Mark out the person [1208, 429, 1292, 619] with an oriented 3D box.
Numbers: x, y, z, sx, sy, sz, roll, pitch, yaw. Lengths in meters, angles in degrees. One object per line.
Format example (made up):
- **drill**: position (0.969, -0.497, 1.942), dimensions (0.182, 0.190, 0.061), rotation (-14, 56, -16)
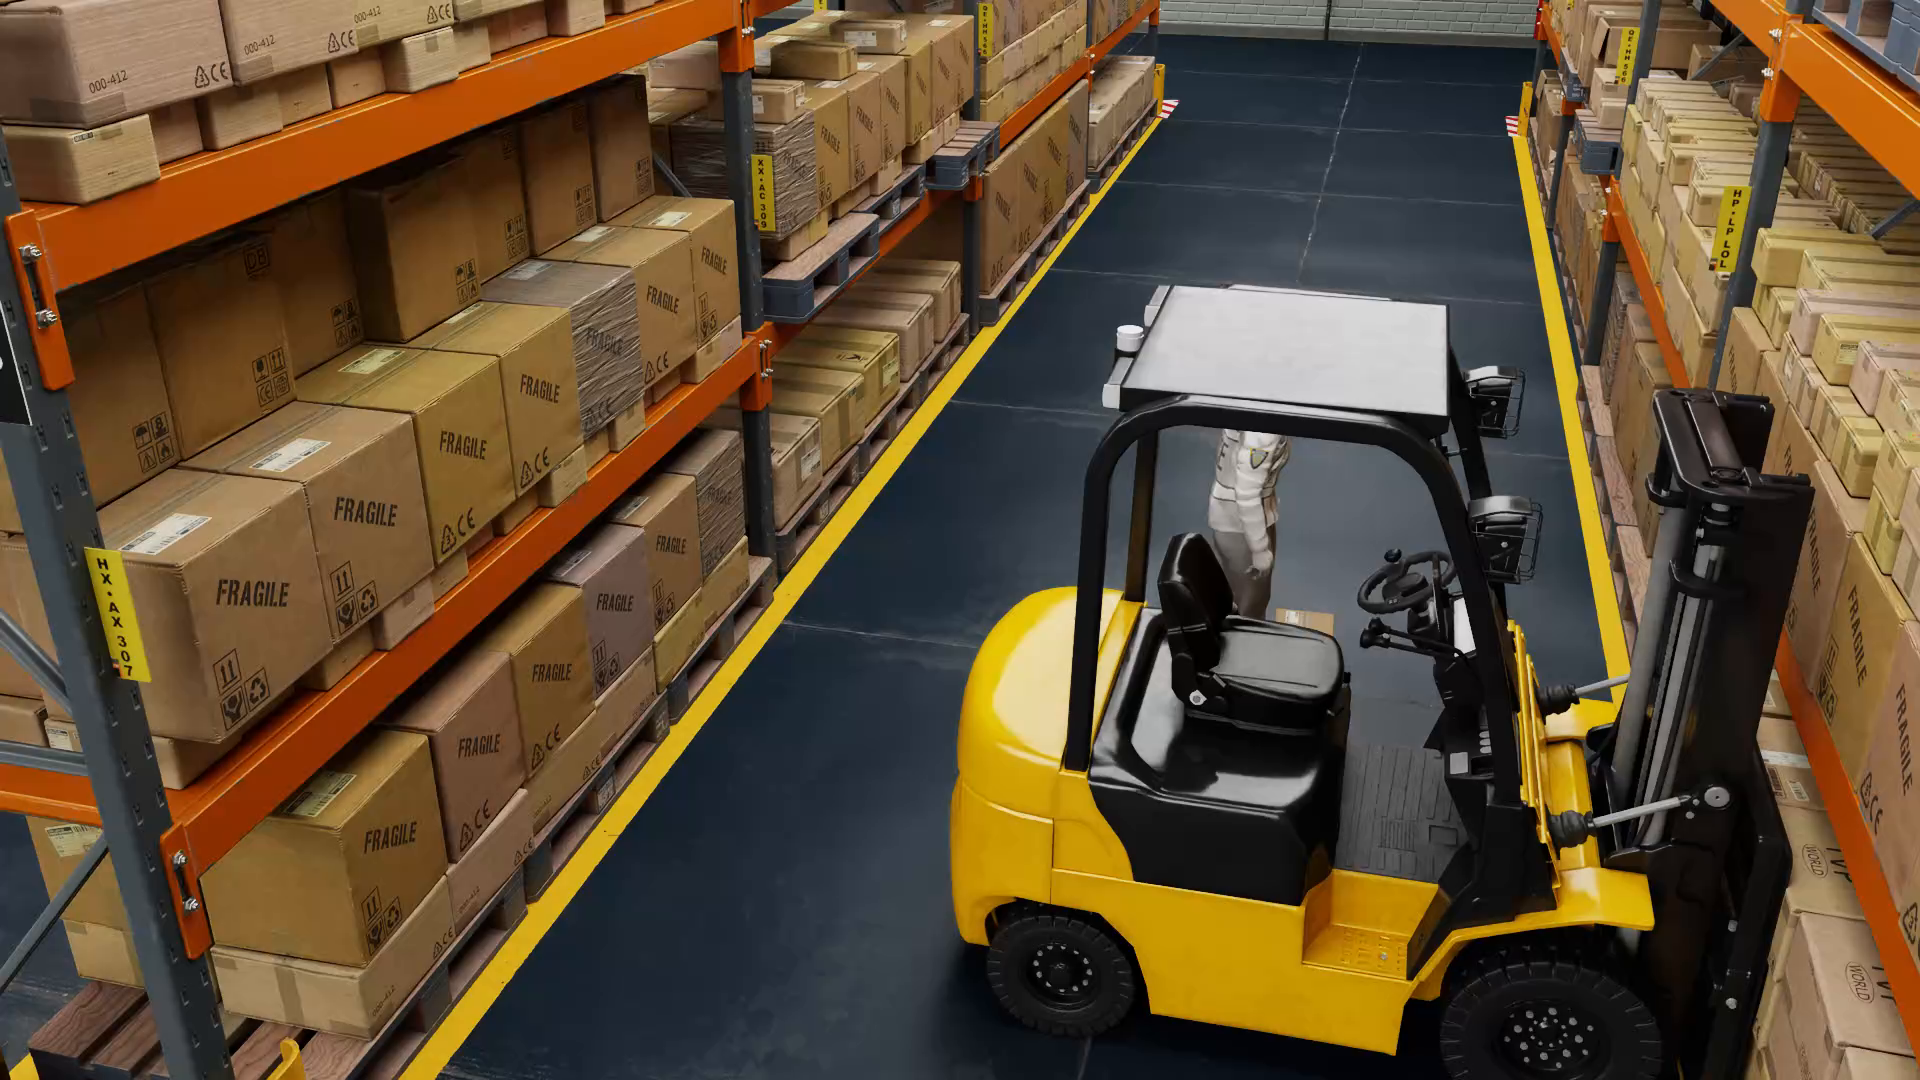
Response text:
- **person**: position (1.184, -0.053, 6.712), dimensions (0.370, 1.666, 0.545), rotation (5, 26, 11)
